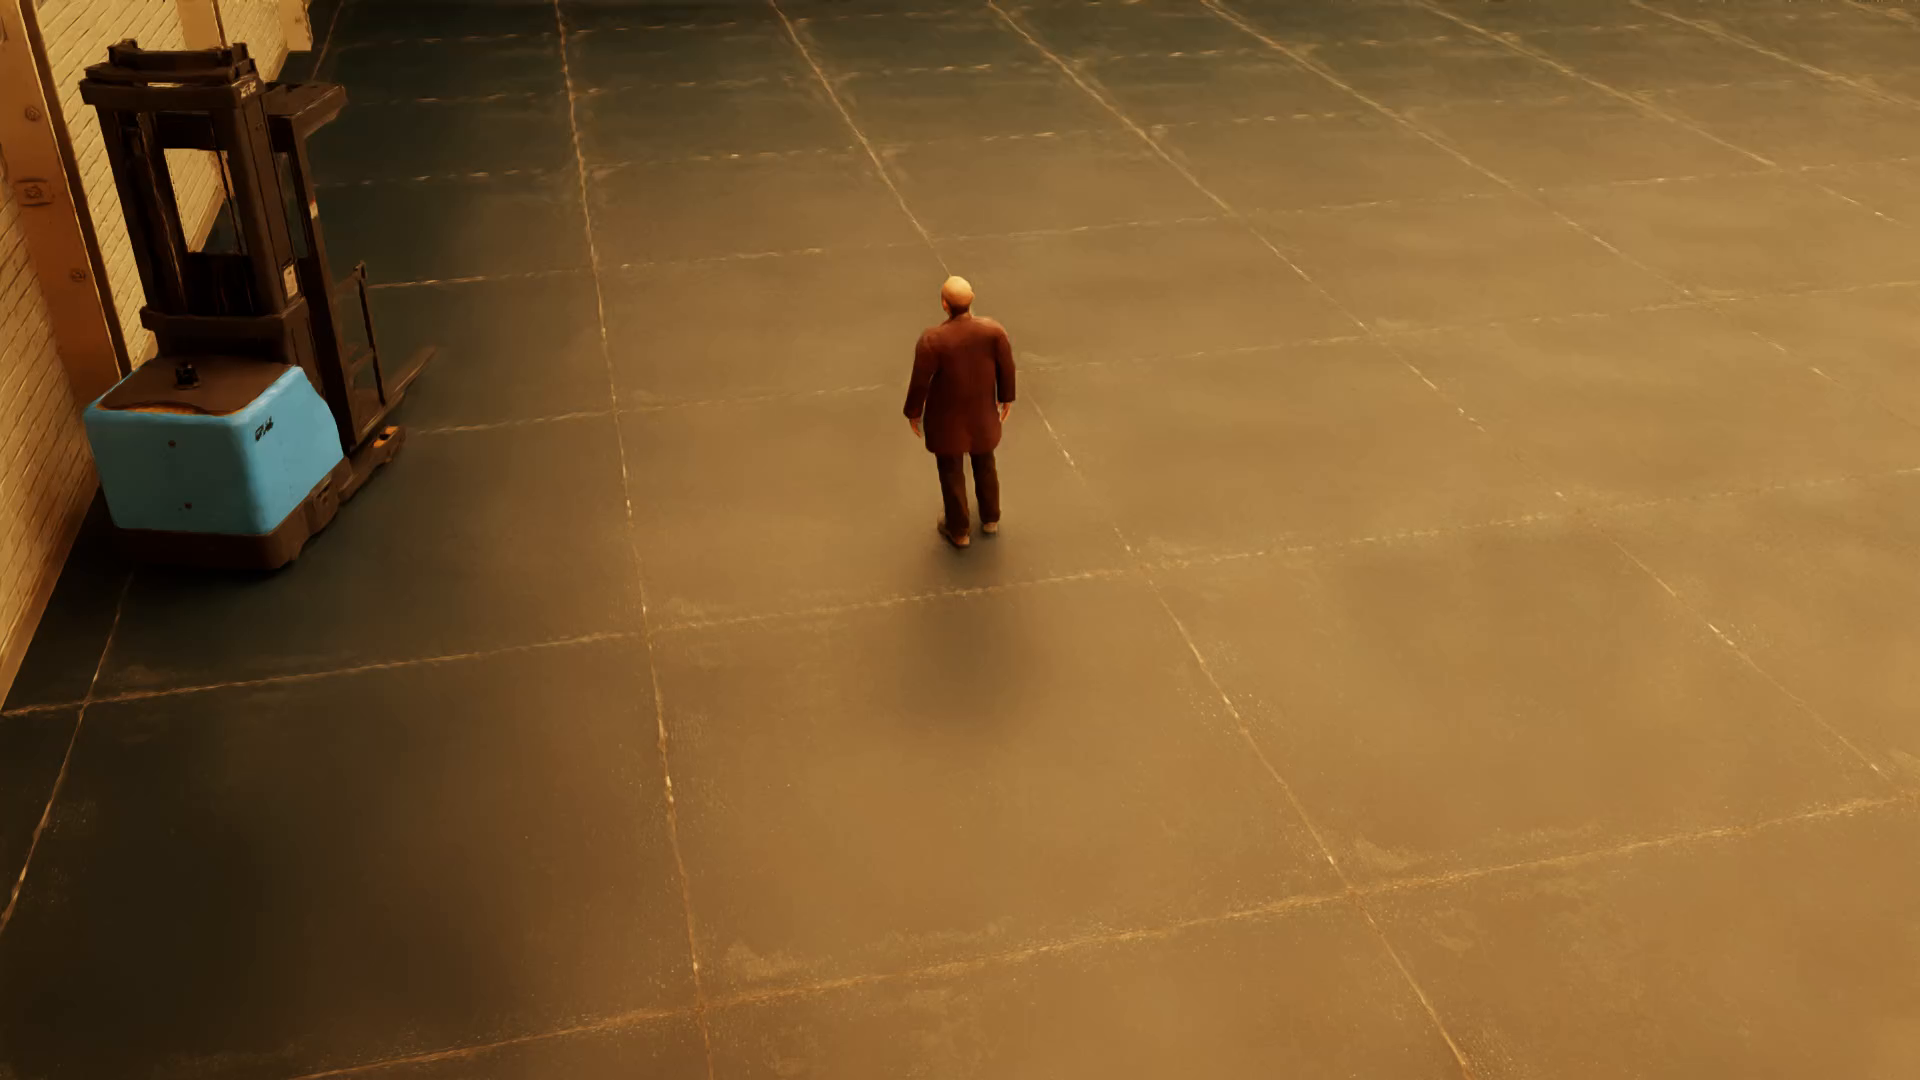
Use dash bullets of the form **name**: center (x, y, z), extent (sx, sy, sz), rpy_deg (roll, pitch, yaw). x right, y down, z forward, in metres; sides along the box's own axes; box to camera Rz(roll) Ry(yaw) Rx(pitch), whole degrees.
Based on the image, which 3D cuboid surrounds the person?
- **person**: center (-0.017, -0.821, 10.129), extent (0.694, 1.776, 0.580), rpy_deg (-7, 31, -12)

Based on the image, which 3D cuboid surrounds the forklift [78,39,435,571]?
- **forklift**: center (-4.467, -1.797, 10.679), extent (1.130, 2.935, 3.031), rpy_deg (3, 30, 6)
